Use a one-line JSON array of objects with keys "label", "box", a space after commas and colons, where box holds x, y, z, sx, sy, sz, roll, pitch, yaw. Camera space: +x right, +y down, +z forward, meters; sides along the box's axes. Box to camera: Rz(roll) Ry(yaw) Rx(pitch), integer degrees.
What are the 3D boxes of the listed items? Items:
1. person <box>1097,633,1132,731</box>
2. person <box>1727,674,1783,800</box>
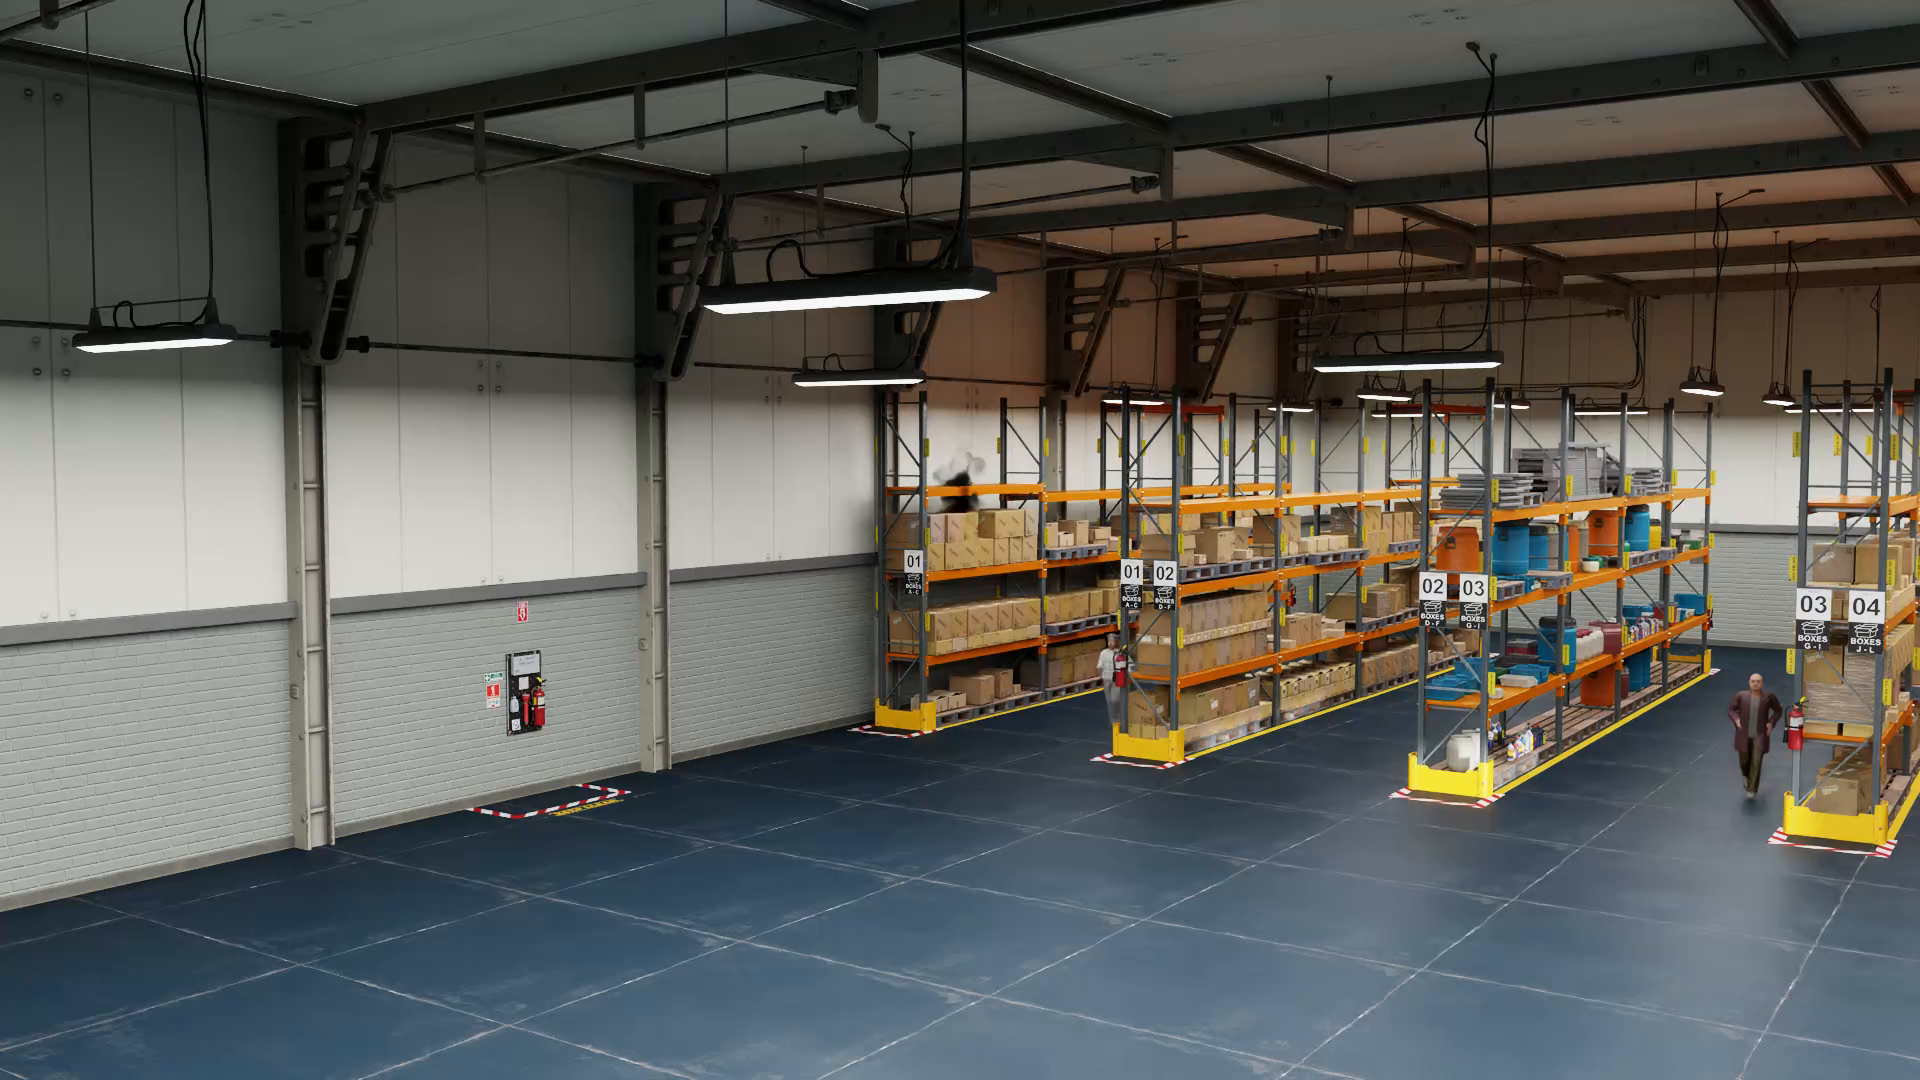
[{"label": "person", "box": [2.709, 2.523, 29.531, 0.592, 1.728, 0.684, 2, 4, 25]}, {"label": "person", "box": [11.354, 2.789, 23.778, 0.725, 1.757, 0.853, 2, 4, 28]}]
